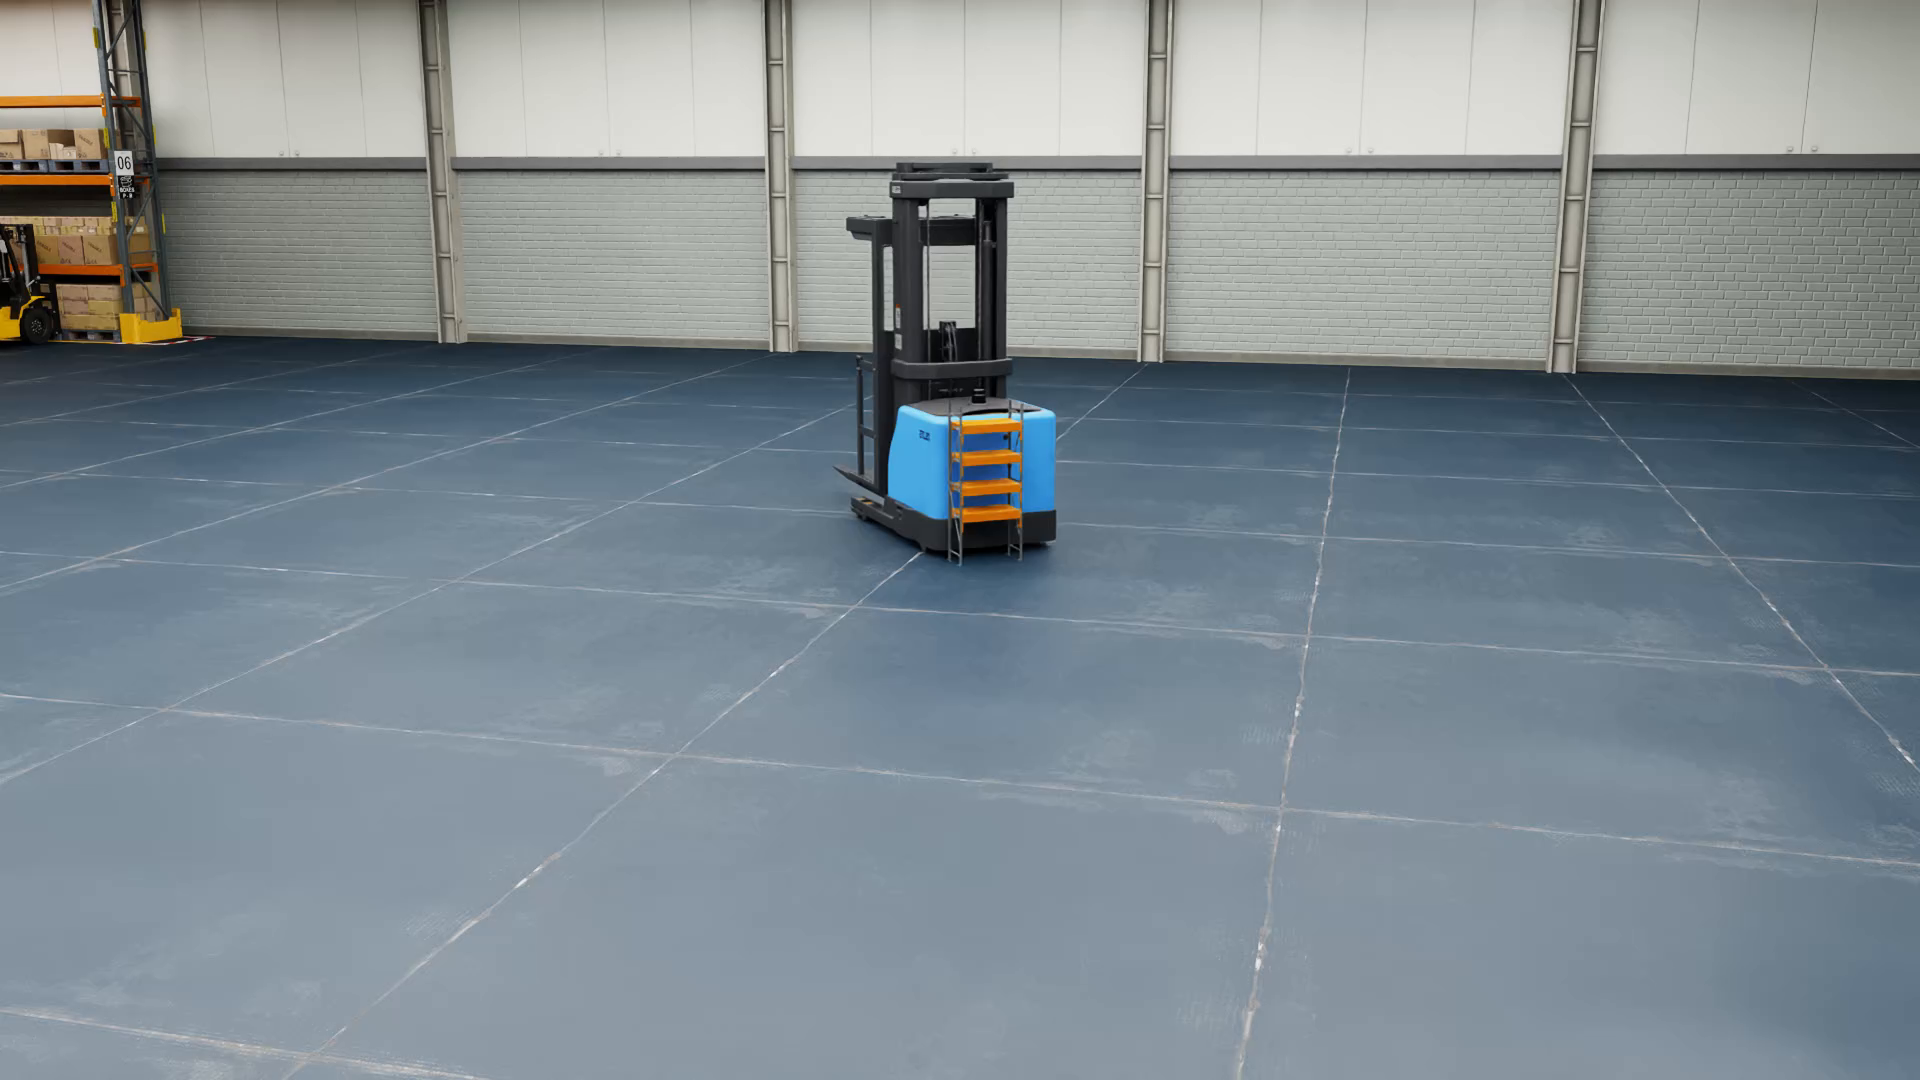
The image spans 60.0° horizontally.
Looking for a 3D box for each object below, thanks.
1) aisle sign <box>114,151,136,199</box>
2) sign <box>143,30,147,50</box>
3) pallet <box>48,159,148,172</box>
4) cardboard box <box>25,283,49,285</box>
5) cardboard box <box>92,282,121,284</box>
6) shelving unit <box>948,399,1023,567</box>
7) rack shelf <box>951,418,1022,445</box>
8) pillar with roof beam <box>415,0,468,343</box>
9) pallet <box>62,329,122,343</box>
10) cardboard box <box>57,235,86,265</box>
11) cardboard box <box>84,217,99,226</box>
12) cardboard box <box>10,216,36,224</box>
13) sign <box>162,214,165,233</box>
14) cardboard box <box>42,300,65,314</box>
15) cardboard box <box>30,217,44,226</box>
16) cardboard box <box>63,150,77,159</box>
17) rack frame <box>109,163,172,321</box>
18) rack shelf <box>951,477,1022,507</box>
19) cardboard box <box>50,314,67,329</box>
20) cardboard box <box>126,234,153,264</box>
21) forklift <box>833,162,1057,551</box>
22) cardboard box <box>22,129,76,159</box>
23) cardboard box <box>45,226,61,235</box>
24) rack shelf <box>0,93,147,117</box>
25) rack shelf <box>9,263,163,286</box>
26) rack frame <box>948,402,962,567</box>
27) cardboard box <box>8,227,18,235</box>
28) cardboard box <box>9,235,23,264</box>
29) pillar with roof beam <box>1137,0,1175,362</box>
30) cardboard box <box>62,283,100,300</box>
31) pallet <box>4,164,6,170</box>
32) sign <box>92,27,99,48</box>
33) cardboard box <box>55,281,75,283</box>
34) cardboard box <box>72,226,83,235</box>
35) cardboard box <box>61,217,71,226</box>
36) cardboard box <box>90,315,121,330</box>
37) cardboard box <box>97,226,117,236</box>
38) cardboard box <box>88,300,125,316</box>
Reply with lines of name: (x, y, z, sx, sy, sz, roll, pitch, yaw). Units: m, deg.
aisle sign: (-14.064, -6.148, 28.019, 0.004, 0.787, 0.394, 3, 13, 14)
sign: (-13.918, -8.523, 28.351, 0.005, 0.325, 0.100, 3, 13, 14)
pallet: (-14.738, -6.408, 28.469, 1.213, 0.211, 1.003, 3, 13, 14)
cardboard box: (-16.059, -4.331, 28.899, 0.500, 0.250, 0.500, 3, 13, 12)
cardboard box: (-14.965, -4.385, 29.144, 0.500, 0.250, 0.500, 3, 13, 14)
shelving unit: (0.190, -0.427, 12.388, 0.503, 1.200, 0.258, -5, 14, -22)
rack shelf: (0.190, -0.811, 12.303, 0.480, 0.148, 0.258, -5, 14, -22)
pillar with roof beam: (-9.724, -6.882, 23.478, 0.400, 9.000, 9.100, 3, 13, 14)
pallet: (-14.810, -3.614, 29.035, 1.213, 0.211, 1.003, 3, 13, 14)
cardboard box: (-15.100, -4.992, 28.580, 0.500, 0.500, 0.500, 3, 13, 15)
cardboard box: (-14.703, -5.436, 28.393, 0.250, 0.149, 0.380, 3, 13, 14)
cardboard box: (-16.187, -5.524, 28.793, 0.250, 0.149, 0.380, 3, 13, 14)
sign: (-13.919, -5.522, 29.017, 0.005, 0.325, 0.100, 3, 13, 14)
cardboard box: (-15.595, -4.061, 28.838, 0.500, 0.250, 0.500, 3, 13, 12)
cardboard box: (-15.719, -5.475, 28.568, 0.250, 0.149, 0.380, 3, 13, 15)
cardboard box: (-14.935, -6.519, 28.146, 0.250, 0.149, 0.380, 3, 13, 12)
rack frame: (-14.057, -4.944, 28.594, 0.127, 3.000, 1.000, 3, 13, 14)
rack shelf: (0.190, -0.361, 12.403, 0.480, 0.148, 0.258, -5, 14, -22)
cardboard box: (-15.553, -3.821, 28.908, 0.500, 0.250, 0.500, 3, 13, 14)
cardboard box: (-14.472, -5.077, 28.963, 0.500, 0.500, 0.500, 3, 13, 15)
forklift: (-0.279, -1.620, 13.768, 1.130, 2.935, 3.031, -5, 13, -22)
cardboard box: (-15.516, -6.757, 28.409, 0.500, 0.500, 0.700, 3, 13, 14)
cardboard box: (-15.462, -5.322, 28.565, 0.250, 0.149, 0.380, 3, 13, 12)
rack shelf: (-15.999, -7.431, 28.534, 4.000, 0.370, 1.077, 3, 13, 14)
rack shelf: (-15.999, -4.697, 29.140, 4.000, 0.370, 1.077, 3, 13, 14)
rack frame: (-0.036, -0.407, 12.298, 0.015, 1.200, 0.240, -5, 14, -22)
cardboard box: (-16.198, -5.361, 28.744, 0.250, 0.149, 0.380, 3, 13, 12)
cardboard box: (-16.088, -5.043, 28.806, 0.500, 0.500, 0.500, 3, 13, 14)
pillar with roof beam: (1.927, -6.259, 20.671, 0.400, 9.000, 9.100, 3, 13, 14)
cardboard box: (-15.076, -4.279, 28.664, 0.500, 0.250, 0.500, 3, 13, 15)
pallet: (-17.107, -6.534, 29.040, 1.213, 0.211, 1.003, 3, 13, 14)
sign: (-14.201, -8.255, 27.324, 0.005, 0.325, 0.100, 3, 13, 14)
cardboard box: (-15.943, -4.441, 29.397, 0.500, 0.250, 0.500, 3, 13, 12)
cardboard box: (-14.954, -5.302, 28.479, 0.250, 0.149, 0.380, 3, 13, 15)
cardboard box: (-15.187, -5.472, 28.557, 0.250, 0.149, 0.380, 3, 13, 14)
cardboard box: (-14.589, -3.765, 28.657, 0.500, 0.250, 0.500, 3, 13, 14)
cardboard box: (-14.461, -5.269, 28.329, 0.250, 0.149, 0.380, 3, 13, 14)
cardboard box: (-14.605, -4.011, 28.610, 0.500, 0.250, 0.500, 3, 13, 13)
